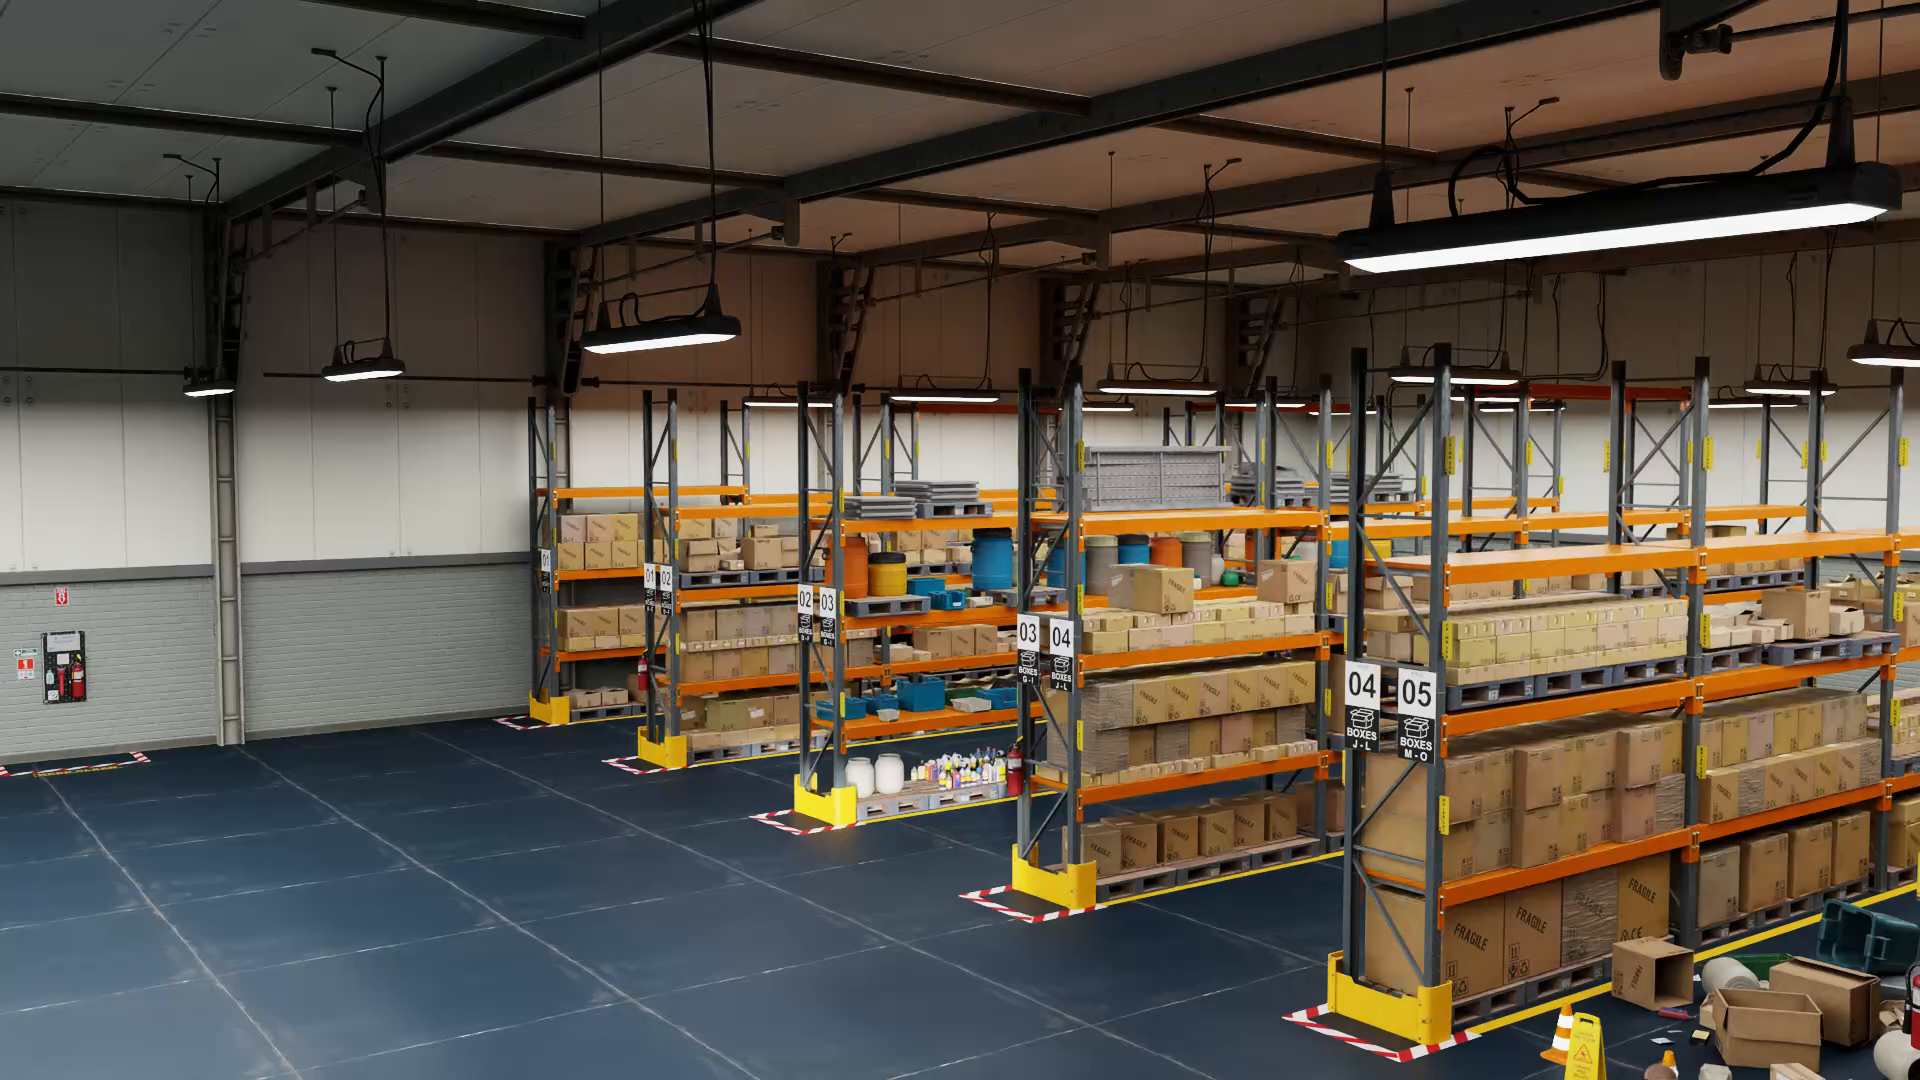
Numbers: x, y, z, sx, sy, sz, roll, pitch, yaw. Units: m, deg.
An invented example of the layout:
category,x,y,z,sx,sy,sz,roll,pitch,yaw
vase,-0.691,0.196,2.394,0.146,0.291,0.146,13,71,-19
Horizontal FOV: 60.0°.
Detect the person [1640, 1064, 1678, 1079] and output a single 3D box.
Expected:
category,x,y,z,sx,sy,sz,roll,pitch,yaw
person,3.822,3.747,9.301,1.048,1.664,0.491,0,3,3
